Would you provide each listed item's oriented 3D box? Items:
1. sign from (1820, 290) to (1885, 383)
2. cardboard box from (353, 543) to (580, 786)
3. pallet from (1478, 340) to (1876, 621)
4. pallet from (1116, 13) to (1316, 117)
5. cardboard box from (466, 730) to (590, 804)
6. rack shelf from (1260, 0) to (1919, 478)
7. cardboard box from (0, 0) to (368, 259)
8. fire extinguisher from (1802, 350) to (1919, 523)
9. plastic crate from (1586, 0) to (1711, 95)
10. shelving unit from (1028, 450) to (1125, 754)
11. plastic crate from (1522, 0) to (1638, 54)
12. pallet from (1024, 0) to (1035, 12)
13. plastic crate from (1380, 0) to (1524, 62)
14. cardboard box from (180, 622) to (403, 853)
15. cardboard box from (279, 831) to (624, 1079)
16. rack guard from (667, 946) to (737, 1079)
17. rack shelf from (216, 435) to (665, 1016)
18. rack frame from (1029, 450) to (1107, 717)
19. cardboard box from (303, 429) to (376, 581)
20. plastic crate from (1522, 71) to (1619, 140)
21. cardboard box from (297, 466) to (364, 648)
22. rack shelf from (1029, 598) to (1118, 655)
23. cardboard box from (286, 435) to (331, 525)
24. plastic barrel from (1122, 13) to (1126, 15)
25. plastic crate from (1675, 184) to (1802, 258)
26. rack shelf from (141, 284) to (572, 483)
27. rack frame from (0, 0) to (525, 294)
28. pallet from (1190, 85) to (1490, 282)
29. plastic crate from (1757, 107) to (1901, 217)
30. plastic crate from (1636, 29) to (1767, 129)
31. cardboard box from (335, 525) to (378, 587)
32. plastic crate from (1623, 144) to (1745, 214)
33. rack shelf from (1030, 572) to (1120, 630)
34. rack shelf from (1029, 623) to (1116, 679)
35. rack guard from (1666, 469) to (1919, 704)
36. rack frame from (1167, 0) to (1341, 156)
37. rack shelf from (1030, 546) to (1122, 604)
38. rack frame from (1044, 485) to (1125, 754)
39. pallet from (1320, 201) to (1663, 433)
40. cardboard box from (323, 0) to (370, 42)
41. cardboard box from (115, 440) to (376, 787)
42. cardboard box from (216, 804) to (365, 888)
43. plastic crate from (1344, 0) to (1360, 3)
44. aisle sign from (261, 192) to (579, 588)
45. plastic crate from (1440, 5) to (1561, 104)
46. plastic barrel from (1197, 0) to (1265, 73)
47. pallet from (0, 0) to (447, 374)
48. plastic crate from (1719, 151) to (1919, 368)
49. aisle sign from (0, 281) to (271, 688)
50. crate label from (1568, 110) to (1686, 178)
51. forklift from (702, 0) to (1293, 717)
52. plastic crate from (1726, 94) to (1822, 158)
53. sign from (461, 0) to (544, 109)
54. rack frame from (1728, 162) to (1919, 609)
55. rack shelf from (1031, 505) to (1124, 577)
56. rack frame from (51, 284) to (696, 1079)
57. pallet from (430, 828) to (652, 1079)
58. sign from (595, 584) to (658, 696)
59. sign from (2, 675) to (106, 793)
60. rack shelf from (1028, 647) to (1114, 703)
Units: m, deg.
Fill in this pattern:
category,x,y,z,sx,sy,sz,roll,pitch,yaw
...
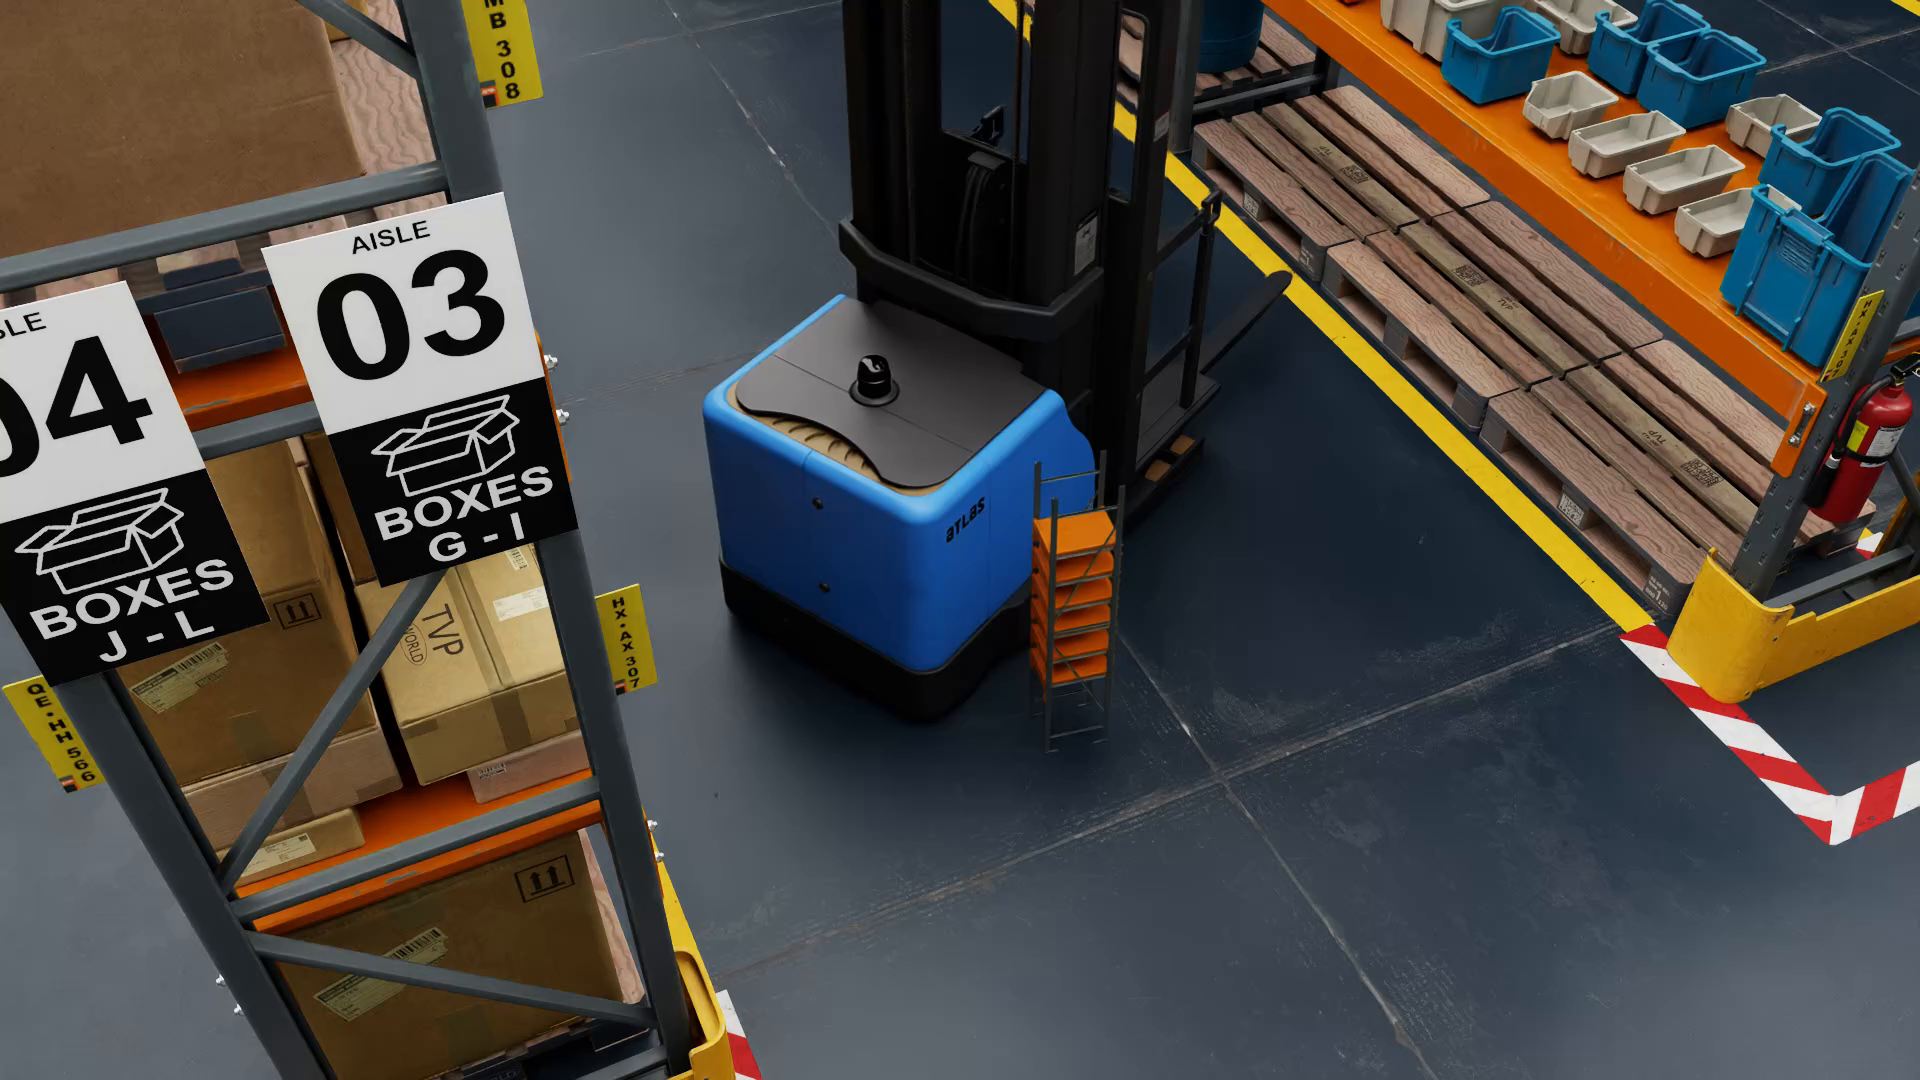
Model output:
category,x,y,z,sx,sy,sz,roll,pitch,yaw
sign,2.753,-0.626,5.132,0.100,0.325,0.005,-18,47,-17
cardboard box,-1.206,0.284,4.221,0.500,0.250,0.500,-19,48,-18
pallet,2.933,-0.285,6.888,1.003,0.211,1.213,-18,47,-17
pallet,1.276,-2.801,9.438,1.003,0.211,1.213,-18,47,-17
cardboard box,-1.099,0.488,4.299,0.380,0.149,0.250,-18,47,-17
rack shelf,2.404,-1.759,6.909,1.077,0.370,4.000,-18,47,-17
cardboard box,-1.516,-0.882,2.931,0.700,0.500,0.500,-21,48,-20
fire extinguisher,2.896,-0.350,5.289,0.296,0.674,0.183,-18,47,-17
plastic crate,2.760,-1.987,6.705,0.416,0.233,0.300,-18,47,-17
shelving unit,0.385,0.238,5.649,0.258,1.200,0.189,-11,43,-11
plastic crate,2.568,-2.196,6.985,0.293,0.136,0.466,-18,47,-17
pallet,0.760,-3.579,10.227,1.003,0.211,1.213,-18,47,-17
plastic crate,2.038,-2.241,6.927,0.437,0.282,0.530,-18,47,-17
cardboard box,-1.693,0.439,4.064,0.500,0.250,0.500,-19,48,-18
cardboard box,-1.591,0.945,4.870,0.875,0.875,0.875,-18,47,-17
rack guard,-1.239,1.627,4.745,1.175,0.500,0.348,-18,47,-17
rack shelf,-2.090,-0.296,5.427,1.077,0.370,4.000,-18,47,-17
rack frame,0.362,0.179,5.715,0.240,1.200,0.006,-11,43,-11
cardboard box,-1.416,-0.301,4.281,0.500,0.500,0.500,-19,48,-18
plastic crate,2.348,-1.676,6.458,0.298,0.136,0.250,-18,47,-17
cardboard box,-1.906,0.116,4.392,0.500,0.250,0.500,-19,48,-18
rack shelf,0.386,0.271,5.678,0.258,0.103,0.180,-11,43,-11
cardboard box,-2.120,-0.208,4.720,0.500,0.250,0.500,-20,48,-19
plastic barrel,1.052,-3.495,9.351,0.600,0.901,0.708,-18,47,-17
plastic crate,2.738,-1.134,5.909,0.396,0.136,0.243,-18,47,-17
rack shelf,-2.090,-1.364,4.373,1.077,0.370,4.000,-18,47,-17
rack frame,-1.249,-1.413,1.775,1.000,3.000,0.127,-18,47,-17
pallet,1.907,-1.840,8.464,1.003,0.211,1.213,-18,47,-17
plastic crate,3.163,-1.376,6.086,0.416,0.233,0.300,-18,47,-17
plastic crate,2.886,-1.796,6.511,0.416,0.233,0.300,-18,47,-17
cardboard box,-1.430,-0.045,4.555,0.500,0.250,0.500,-19,48,-18
plastic crate,2.629,-1.323,6.100,0.396,0.136,0.243,-18,47,-17
rack shelf,0.384,0.182,5.598,0.258,0.103,0.180,-11,43,-11
rack shelf,0.388,0.361,5.758,0.258,0.103,0.180,-11,43,-11
rack guard,3.267,0.161,6.231,1.175,0.500,0.348,-18,47,-17
rack frame,1.563,-3.289,7.948,1.000,3.000,0.127,-18,47,-17
rack shelf,0.383,0.093,5.518,0.258,0.103,0.180,-11,43,-11
rack frame,0.409,0.297,5.583,0.240,1.200,0.006,-11,43,-11
pallet,2.424,-1.061,7.675,1.003,0.211,1.213,-18,47,-17
cardboard box,-1.643,-1.276,3.330,0.700,0.500,0.500,-20,48,-19
cardboard box,-1.692,0.170,3.803,0.500,0.500,0.500,-17,47,-17
cardboard box,-1.697,0.682,4.102,0.380,0.149,0.250,-17,47,-17
plastic crate,1.711,-2.690,7.253,0.402,0.464,0.583,-18,47,-17
aisle sign,-0.946,-0.246,3.012,0.394,0.787,0.004,-18,47,-17
plastic crate,2.149,-1.935,6.652,0.416,0.233,0.300,-18,47,-17
plastic barrel,1.350,-3.044,8.894,0.600,0.901,0.708,-18,47,-17
pallet,-1.570,-0.783,3.336,1.003,0.211,1.213,-18,47,-17
plastic crate,2.935,-0.933,5.492,0.616,0.435,0.499,-18,47,-17
aisle sign,-1.491,-0.069,2.833,0.394,0.787,0.004,-18,47,-17
crate label,2.490,-1.493,6.273,0.396,0.136,0.243,-18,47,-17
forklift,0.371,-1.396,6.078,1.130,2.935,3.031,27,51,25
plastic crate,3.095,-1.584,6.364,0.250,0.136,0.298,-18,47,-17
sign,-0.743,-0.845,2.656,0.100,0.325,0.005,-18,47,-17
rack frame,3.245,-0.740,5.365,1.000,3.000,0.127,-18,47,-17
rack shelf,0.381,0.003,5.438,0.258,0.103,0.180,-11,43,-11
rack frame,-1.249,0.722,3.882,1.000,3.000,0.127,-18,47,-17
pallet,-1.656,1.229,5.355,1.003,0.211,1.213,-18,47,-17
sign,-0.743,0.226,3.713,0.100,0.325,0.005,-18,47,-17
sign,-1.747,0.377,3.239,0.100,0.325,0.005,-18,47,-17
rack shelf,0.389,0.450,5.838,0.258,0.103,0.180,-11,43,-11
